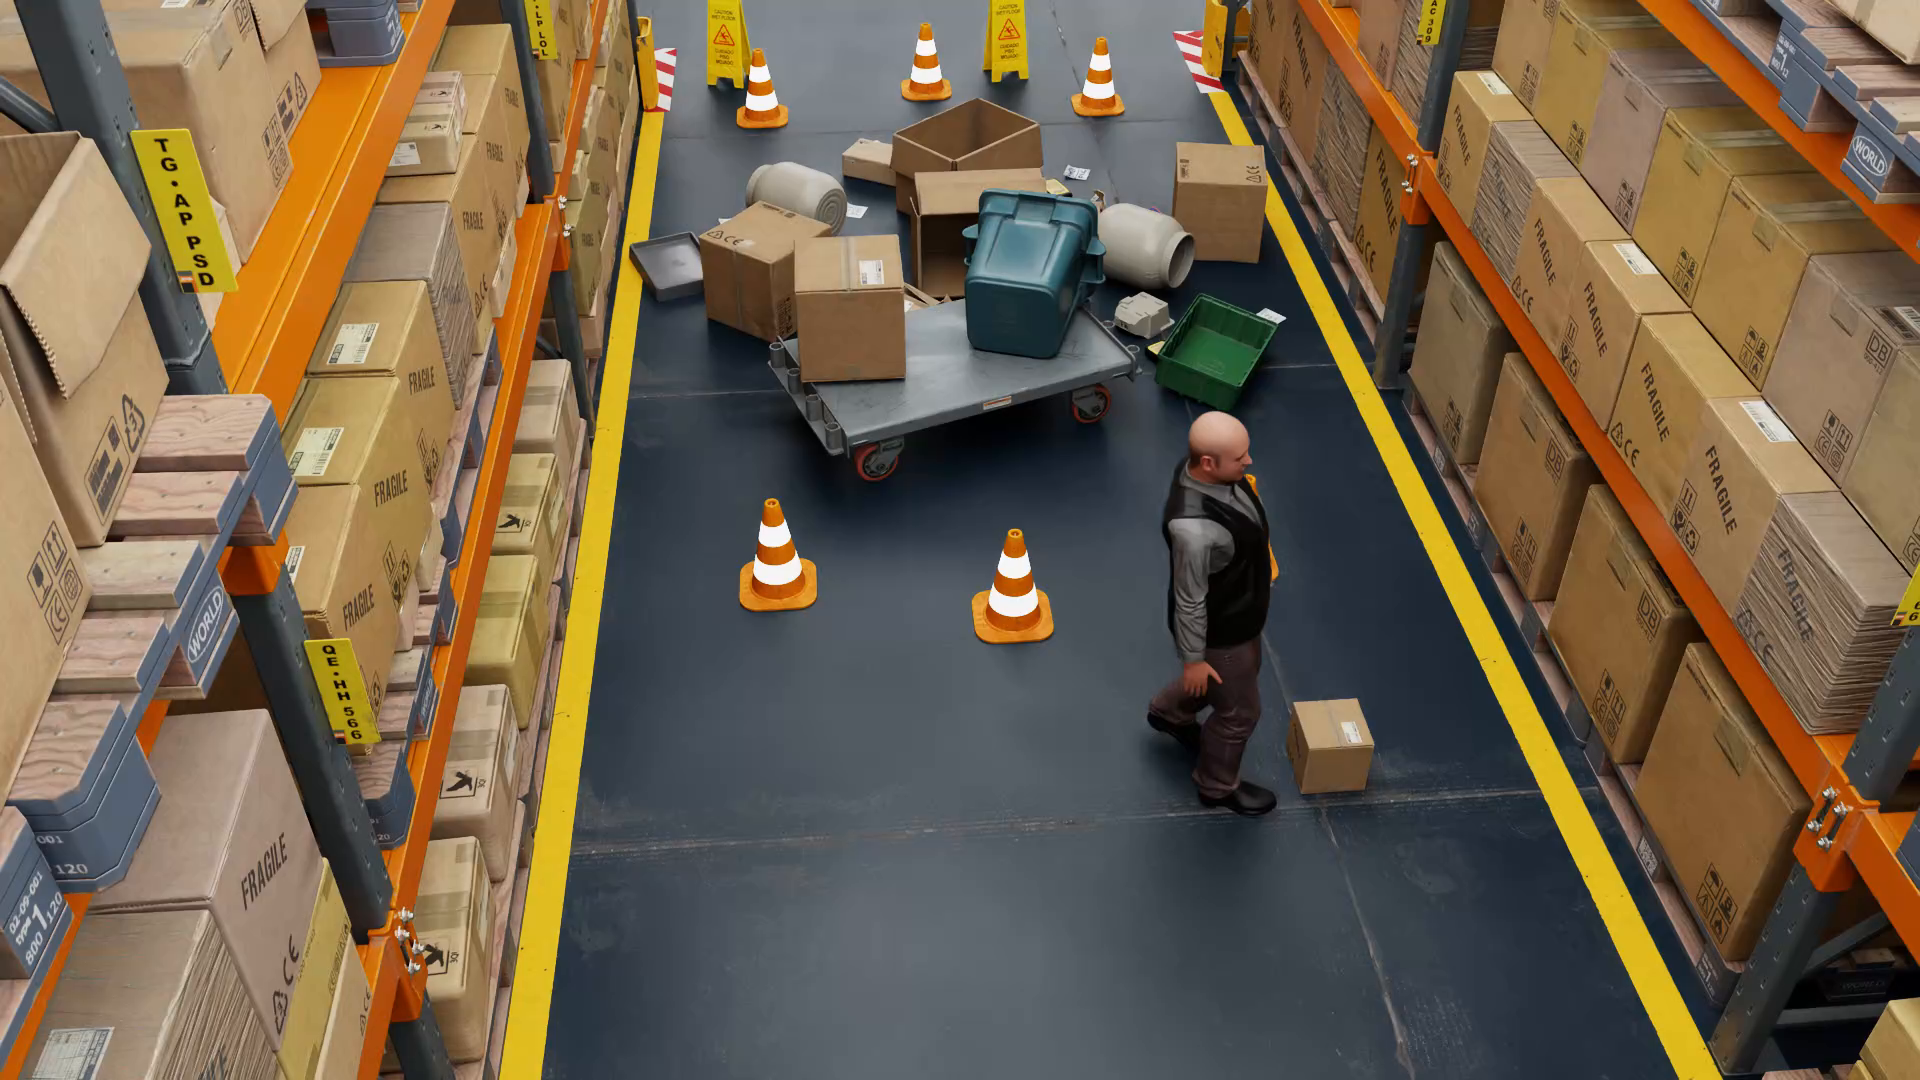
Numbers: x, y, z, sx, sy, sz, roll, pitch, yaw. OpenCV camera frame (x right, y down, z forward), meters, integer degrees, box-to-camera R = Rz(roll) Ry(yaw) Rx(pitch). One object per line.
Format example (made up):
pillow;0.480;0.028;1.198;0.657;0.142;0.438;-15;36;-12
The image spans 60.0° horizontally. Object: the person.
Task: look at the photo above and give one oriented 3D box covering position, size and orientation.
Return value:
person;0.949;0.278;5.839;0.528;1.709;0.604;7;39;9
